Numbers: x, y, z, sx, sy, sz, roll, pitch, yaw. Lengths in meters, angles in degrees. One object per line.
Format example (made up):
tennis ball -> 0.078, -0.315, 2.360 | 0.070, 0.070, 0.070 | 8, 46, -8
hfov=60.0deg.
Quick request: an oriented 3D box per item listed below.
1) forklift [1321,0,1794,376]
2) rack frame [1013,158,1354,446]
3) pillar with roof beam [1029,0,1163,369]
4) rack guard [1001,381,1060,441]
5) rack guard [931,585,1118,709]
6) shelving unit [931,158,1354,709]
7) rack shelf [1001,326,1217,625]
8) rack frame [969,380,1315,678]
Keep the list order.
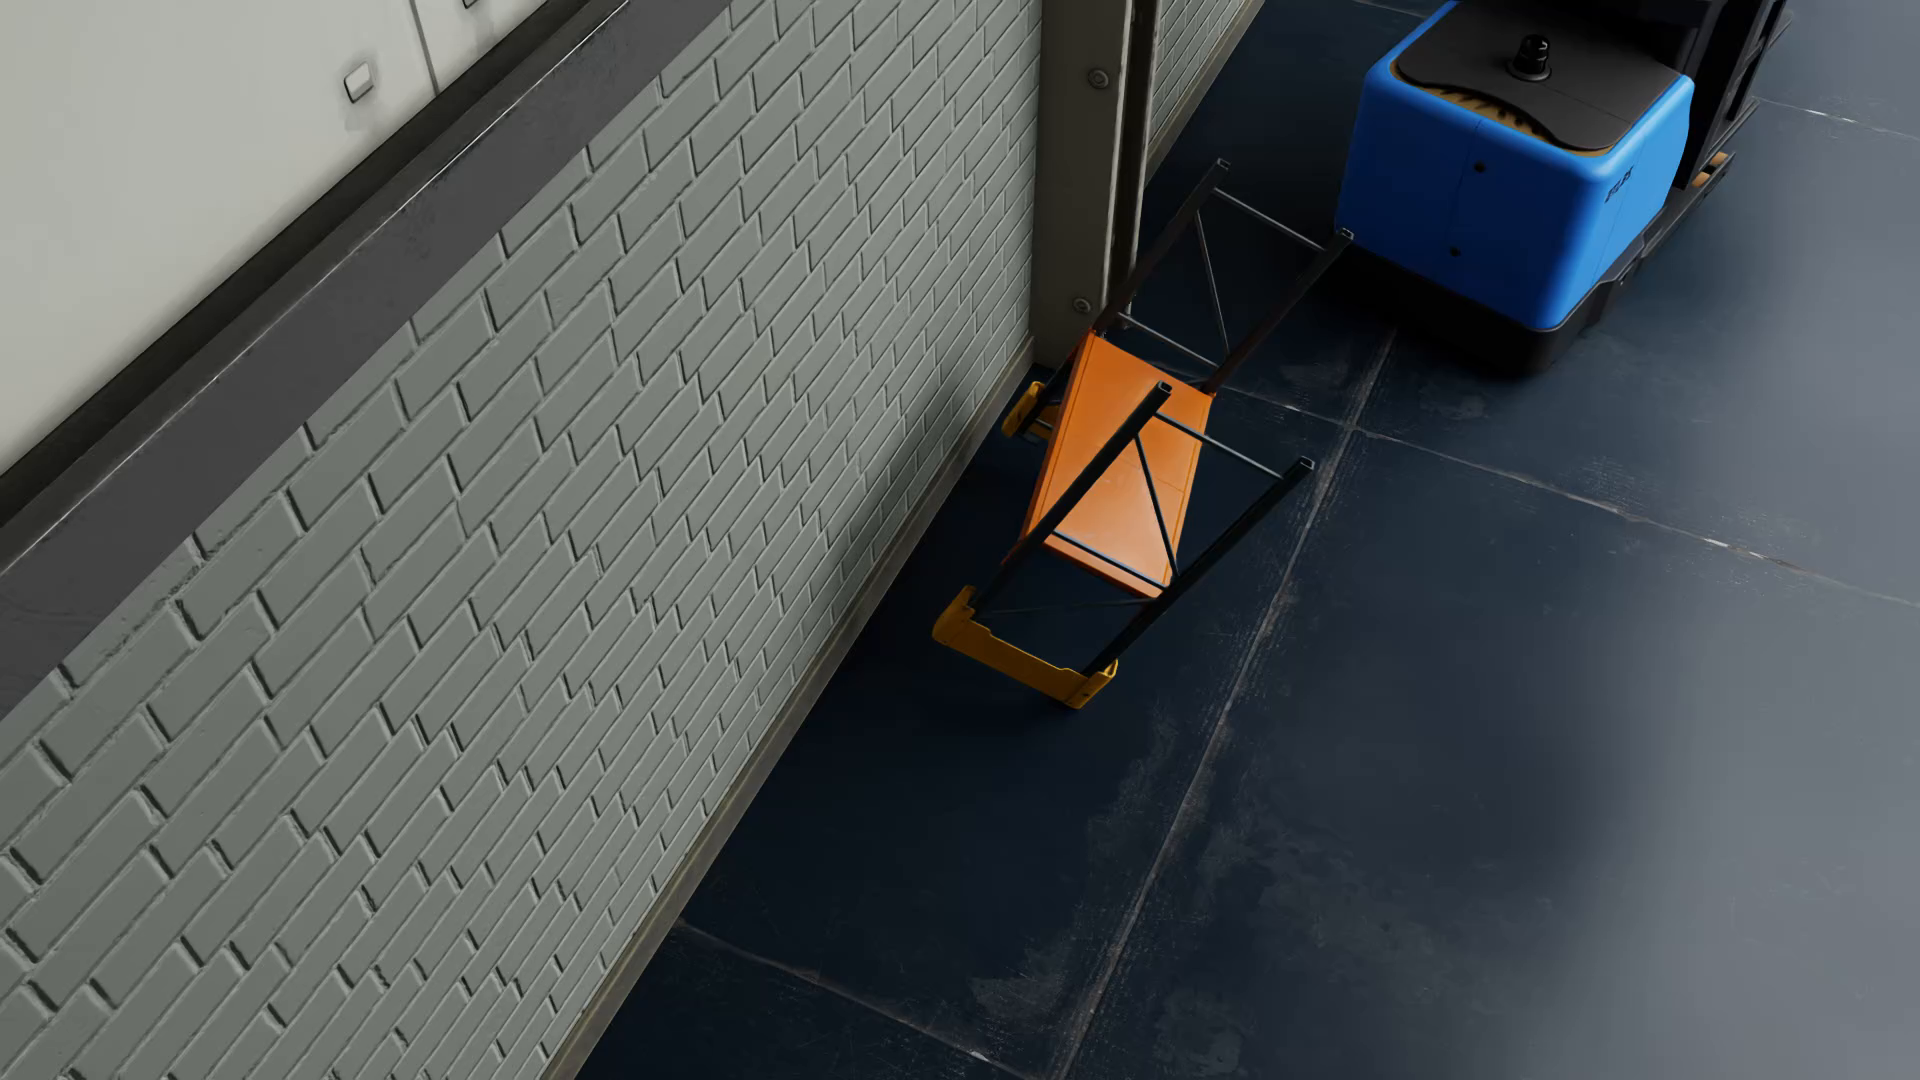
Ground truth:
forklift -> 2.873, -2.675, 6.602 | 1.130, 2.935, 3.031 | 32, 57, 24
rack frame -> 0.720, -0.687, 5.773 | 0.500, 1.500, 0.032 | 27, 51, -10
pillar with roof beam -> 4.388, -2.351, 2.342 | 9.100, 9.000, 0.400 | 20, 52, 16
rack guard -> 0.469, -0.369, 6.250 | 0.587, 0.250, 0.087 | 27, 51, -10
rack guard -> 0.216, 0.367, 5.628 | 0.587, 0.250, 0.087 | 27, 51, -10
shelving unit -> 0.593, -0.318, 5.462 | 0.587, 1.500, 1.083 | 27, 51, -10
rack shelf -> 0.519, -0.220, 5.593 | 0.538, 0.185, 1.000 | 27, 51, -10
rack frame -> 0.461, 0.065, 5.139 | 0.500, 1.500, 0.032 | 27, 51, -10
